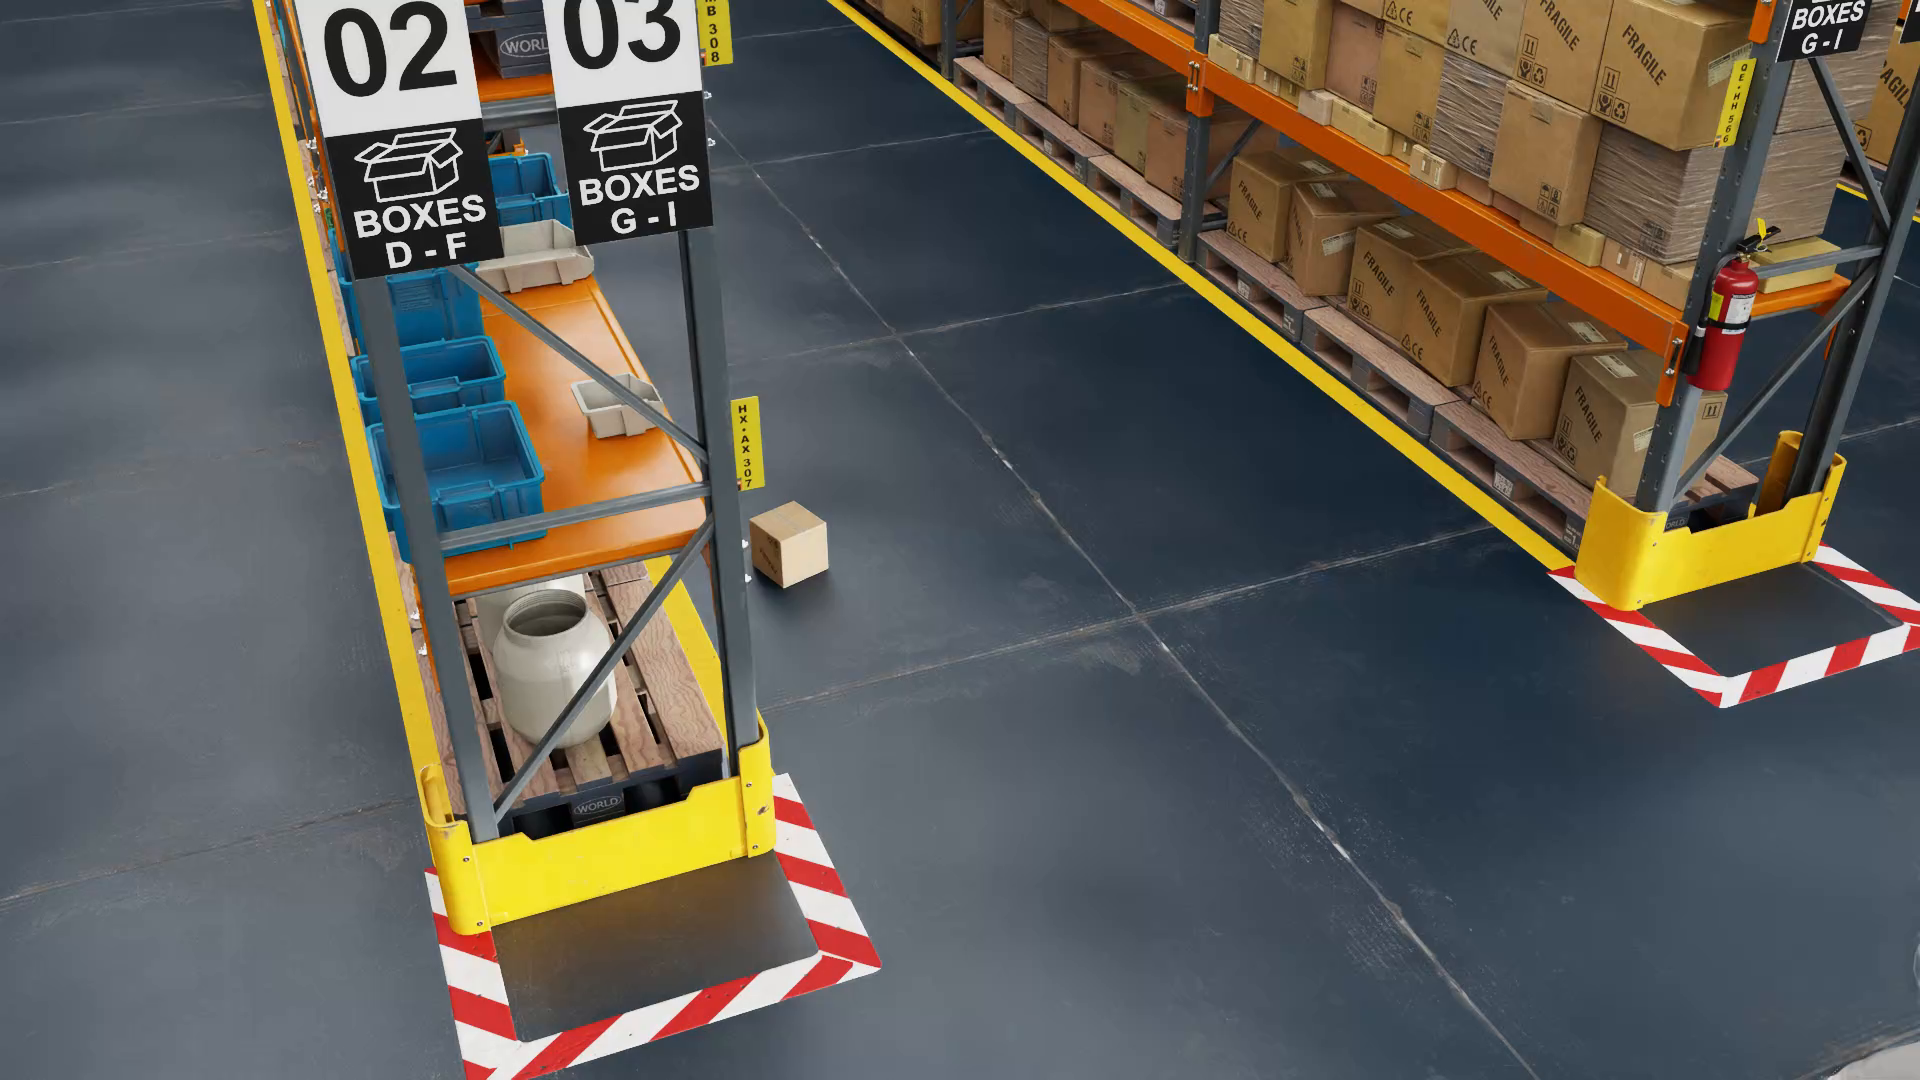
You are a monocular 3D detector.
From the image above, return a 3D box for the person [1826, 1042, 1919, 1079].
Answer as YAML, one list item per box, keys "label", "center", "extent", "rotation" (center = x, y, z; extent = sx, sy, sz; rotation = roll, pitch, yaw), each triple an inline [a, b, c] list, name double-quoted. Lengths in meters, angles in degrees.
- label: "person"
  center: [3.096, 1.160, 4.369]
  extent: [1.118, 1.726, 0.563]
  rotation: [23, 40, 31]
